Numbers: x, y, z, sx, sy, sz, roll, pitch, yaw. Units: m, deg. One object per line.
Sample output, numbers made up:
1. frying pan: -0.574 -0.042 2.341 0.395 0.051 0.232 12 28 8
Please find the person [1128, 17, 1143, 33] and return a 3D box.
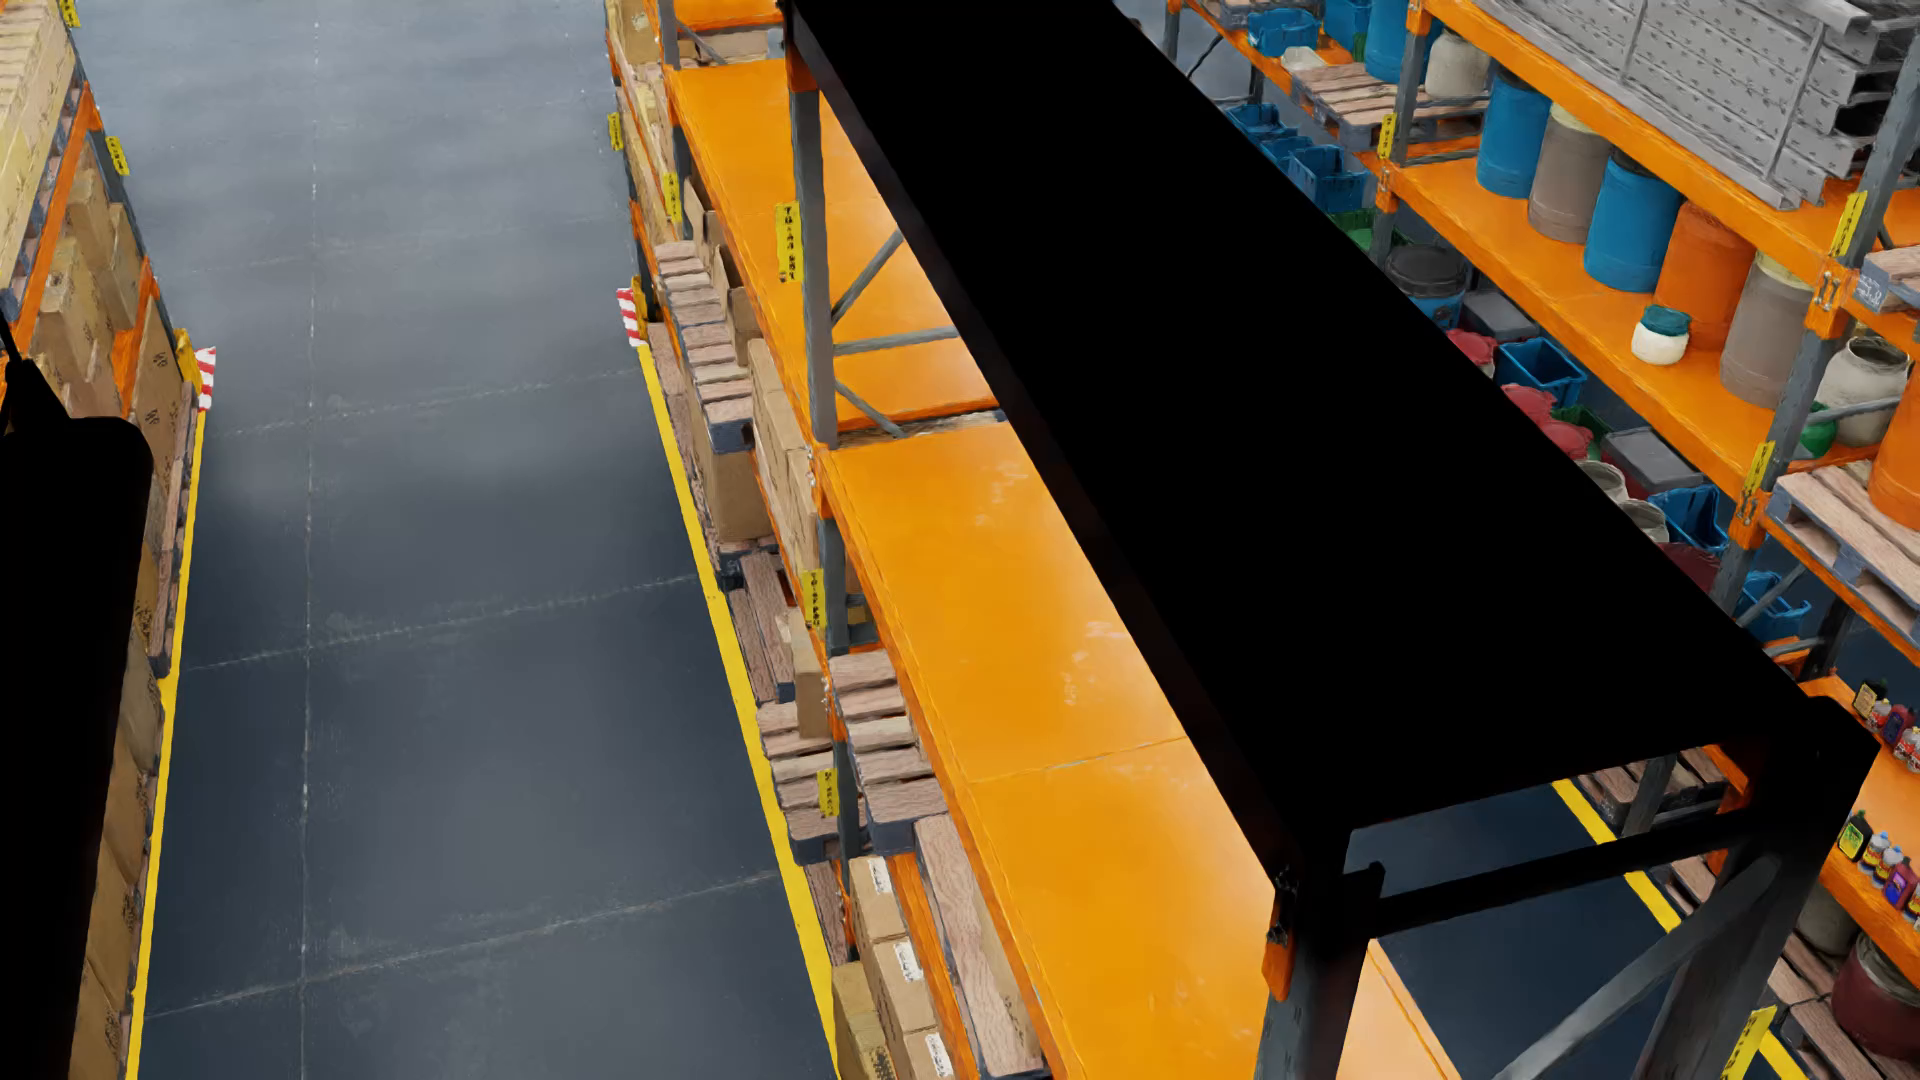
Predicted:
1. person: 1.746 -4.673 17.406 0.605 1.635 0.722 -14 40 -16
